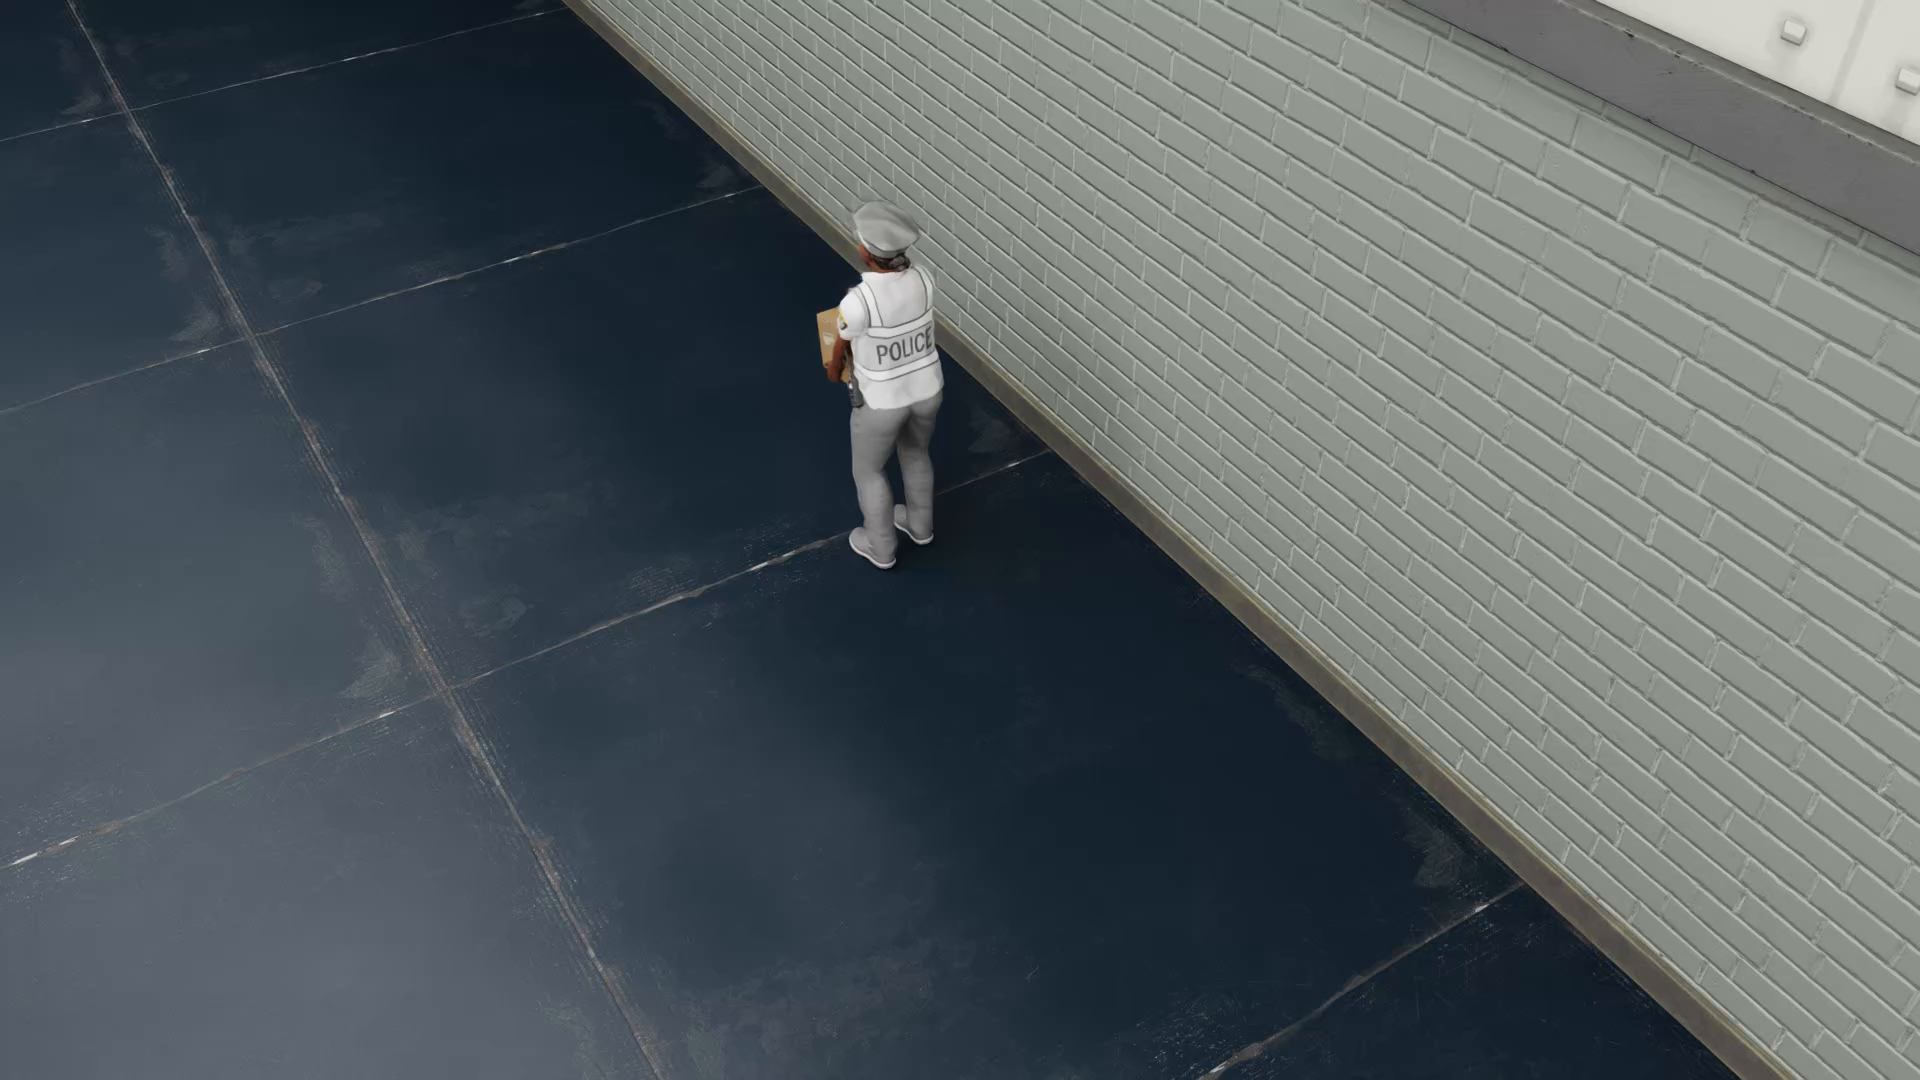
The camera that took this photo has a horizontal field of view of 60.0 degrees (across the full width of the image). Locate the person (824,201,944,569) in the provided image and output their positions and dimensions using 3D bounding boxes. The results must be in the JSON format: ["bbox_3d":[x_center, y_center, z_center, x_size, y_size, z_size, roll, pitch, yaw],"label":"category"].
[{"bbox_3d":[-0.320,-0.644,6.891,0.416,1.683,0.530,-23,46,-25],"label":"person"}]
